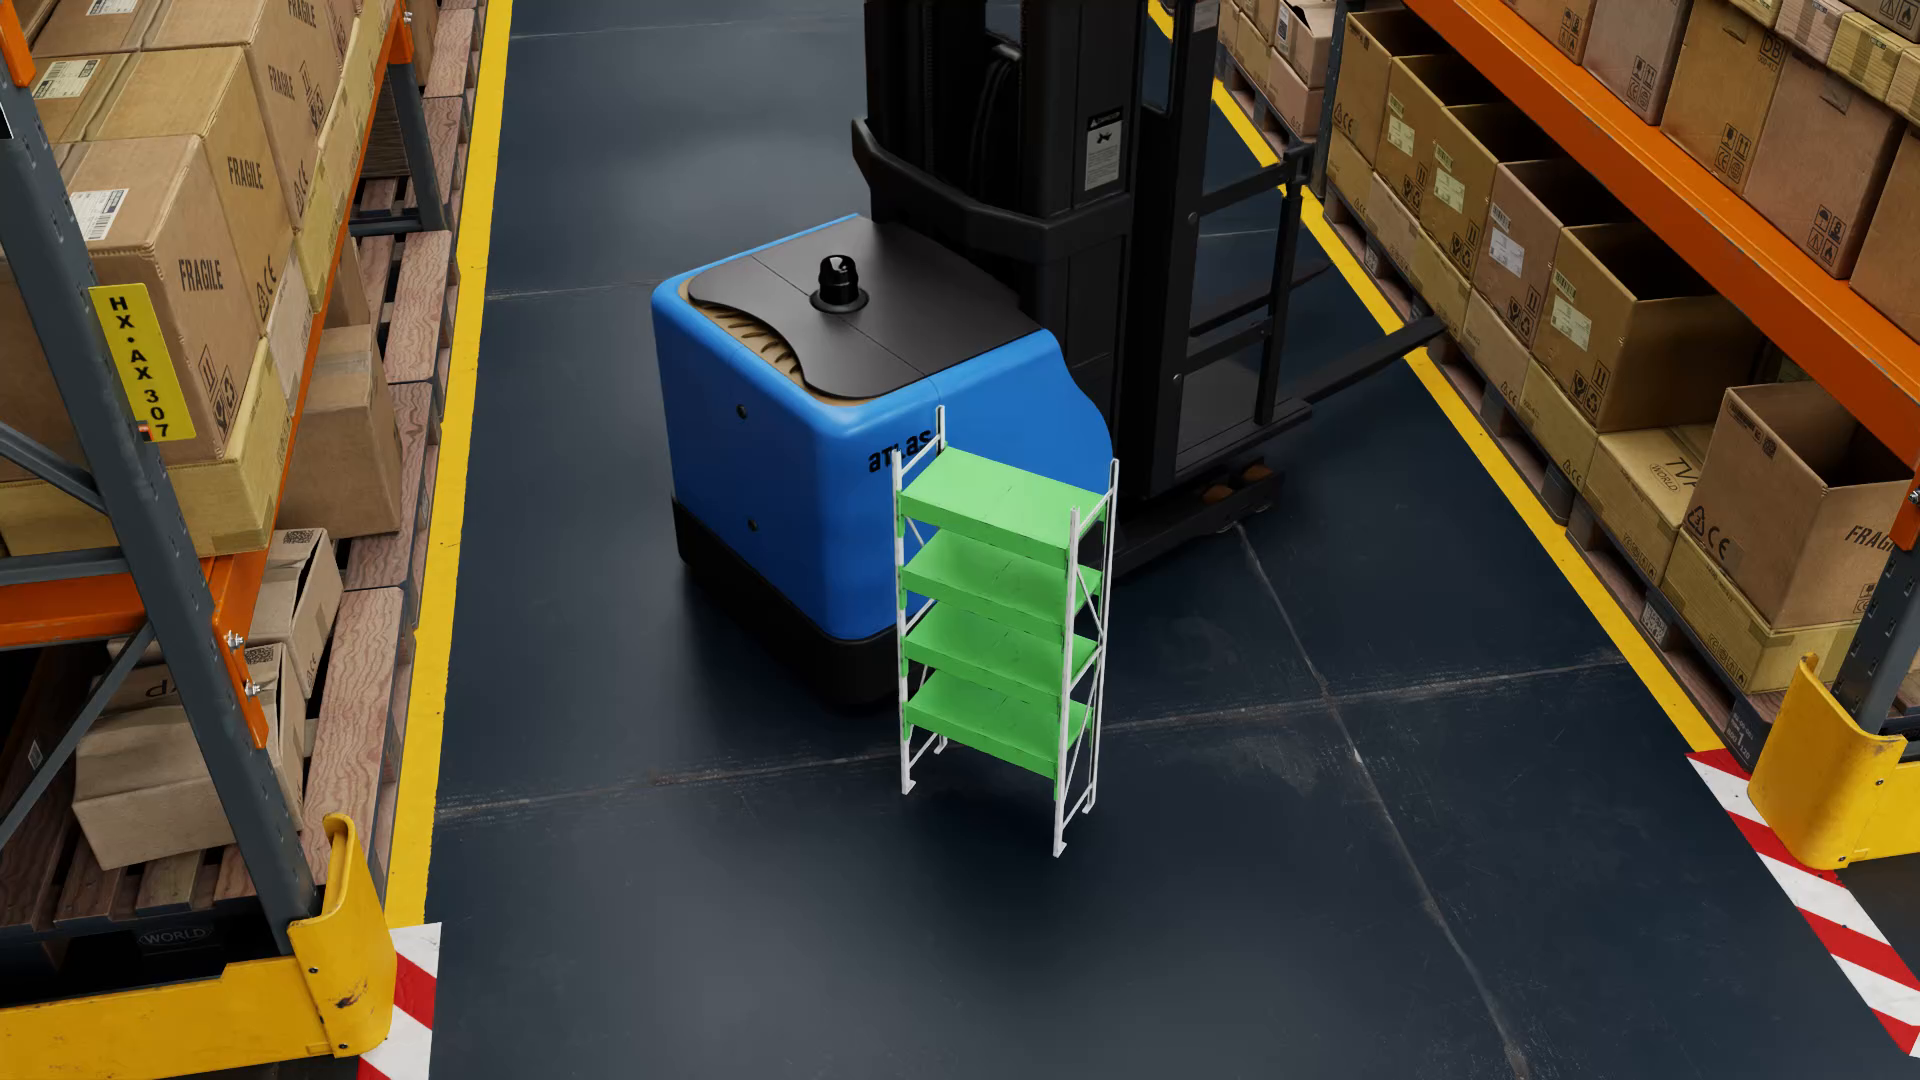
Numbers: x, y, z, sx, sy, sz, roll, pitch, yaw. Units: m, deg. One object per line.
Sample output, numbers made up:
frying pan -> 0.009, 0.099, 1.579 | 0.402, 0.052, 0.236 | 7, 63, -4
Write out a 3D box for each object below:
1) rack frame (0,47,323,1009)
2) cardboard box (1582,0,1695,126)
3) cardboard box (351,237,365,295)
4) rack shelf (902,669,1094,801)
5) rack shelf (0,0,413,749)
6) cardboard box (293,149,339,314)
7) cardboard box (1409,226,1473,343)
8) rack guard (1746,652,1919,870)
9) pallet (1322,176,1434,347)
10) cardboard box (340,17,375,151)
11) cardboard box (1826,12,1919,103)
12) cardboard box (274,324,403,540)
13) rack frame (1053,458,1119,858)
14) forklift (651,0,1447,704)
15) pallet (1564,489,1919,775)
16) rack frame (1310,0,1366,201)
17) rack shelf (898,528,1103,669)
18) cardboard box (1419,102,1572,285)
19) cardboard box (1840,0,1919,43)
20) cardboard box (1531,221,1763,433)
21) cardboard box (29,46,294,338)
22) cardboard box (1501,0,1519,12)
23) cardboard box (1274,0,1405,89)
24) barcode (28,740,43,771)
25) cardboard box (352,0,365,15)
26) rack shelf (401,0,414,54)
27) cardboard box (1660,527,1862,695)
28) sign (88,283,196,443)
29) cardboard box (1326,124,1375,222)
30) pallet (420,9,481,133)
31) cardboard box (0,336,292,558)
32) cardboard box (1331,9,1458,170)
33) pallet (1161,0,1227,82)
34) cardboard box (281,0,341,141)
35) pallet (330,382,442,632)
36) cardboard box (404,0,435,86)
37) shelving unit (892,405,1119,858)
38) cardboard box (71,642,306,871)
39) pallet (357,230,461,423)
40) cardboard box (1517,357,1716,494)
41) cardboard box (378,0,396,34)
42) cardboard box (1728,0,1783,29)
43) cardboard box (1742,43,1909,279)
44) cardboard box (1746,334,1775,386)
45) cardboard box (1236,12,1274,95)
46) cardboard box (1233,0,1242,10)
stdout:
rack frame -> -2.012, 0.085, 3.196 | 1.000, 3.000, 0.127 | -6, 38, -8
cardboard box -> 2.521, -1.708, 5.422 | 0.700, 0.500, 0.500 | -5, 38, -7
cardboard box -> -2.590, -1.066, 6.628 | 0.380, 0.166, 0.250 | -11, 39, -14
rack shelf -> 0.110, 0.509, 4.613 | 0.480, 0.148, 0.258 | 19, 42, 23
rack shelf -> -2.363, -0.839, 4.971 | 1.077, 0.370, 4.000 | -6, 38, -8
cardboard box -> -1.974, -0.813, 4.458 | 0.500, 0.250, 0.500 | -7, 38, -9
cardboard box -> 2.111, -1.028, 6.528 | 0.500, 0.250, 0.500 | -6, 38, -8
rack guard -> 2.868, 0.551, 4.633 | 1.175, 0.500, 0.348 | -6, 38, -8
pallet -> 2.261, -1.280, 7.226 | 1.003, 0.211, 1.213 | -6, 38, -8
cardboard box -> -2.150, -1.422, 5.242 | 0.500, 0.250, 0.500 | -6, 38, -8
cardboard box -> 2.517, -1.269, 4.328 | 0.380, 0.149, 0.250 | -7, 38, -9
cardboard box -> -2.224, -0.322, 5.399 | 0.700, 0.500, 0.500 | -9, 39, -11
rack frame -> 0.323, 0.341, 4.333 | 0.015, 1.200, 0.240 | 19, 42, 23
forklift -> 0.521, -1.412, 5.179 | 3.031, 2.935, 1.130 | -26, 45, -30
pallet -> 2.689, 0.193, 5.329 | 1.003, 0.211, 1.213 | -6, 38, -8
rack frame -> 2.163, -2.866, 6.994 | 1.000, 3.000, 0.127 | -6, 38, -8
rack shelf -> 0.110, 0.129, 4.318 | 0.480, 0.148, 0.258 | 19, 42, 23
cardboard box -> 2.111, -1.325, 6.298 | 0.500, 0.500, 0.500 | -6, 38, -8
cardboard box -> 2.688, -1.634, 4.270 | 0.700, 0.500, 0.500 | -7, 38, -9
cardboard box -> 2.287, -0.721, 5.520 | 0.500, 0.500, 0.500 | -6, 38, -8
cardboard box -> -1.877, -0.780, 3.804 | 0.500, 0.500, 0.500 | -6, 38, -8
cardboard box -> 2.346, -2.321, 6.210 | 0.700, 0.500, 0.500 | -7, 38, -8
cardboard box -> 1.810, -2.382, 7.812 | 0.500, 0.311, 0.500 | -6, 38, -8
barcode -> -2.442, 0.574, 4.392 | 0.001, 0.075, 0.075 | -6, 38, -8
cardboard box -> -2.233, -2.023, 5.404 | 0.500, 0.500, 0.500 | -6, 38, -8
rack shelf -> -3.064, -3.255, 8.081 | 1.077, 0.370, 4.000 | -6, 38, -8
cardboard box -> 2.479, 0.178, 4.975 | 0.500, 0.250, 0.500 | -6, 38, -8
sign -> -1.478, -0.316, 3.006 | 0.100, 0.325, 0.005 | -6, 38, -8
cardboard box -> 1.946, -1.634, 7.307 | 0.500, 0.250, 0.500 | -6, 38, -8
pallet -> -3.069, -2.439, 8.717 | 1.003, 0.211, 1.213 | -6, 38, -8
cardboard box -> -1.785, -0.193, 3.659 | 0.500, 0.250, 0.500 | -7, 38, -9
cardboard box -> 1.936, -1.929, 7.075 | 0.500, 0.500, 0.500 | -6, 38, -8
pallet -> 1.778, -2.944, 9.368 | 1.003, 0.211, 1.213 | -6, 38, -8
cardboard box -> -2.064, -1.404, 4.606 | 0.500, 0.500, 0.500 | -5, 38, -7
pallet -> -2.344, -0.090, 5.693 | 1.003, 0.211, 1.213 | -6, 38, -8
cardboard box -> -3.049, -2.580, 8.305 | 0.700, 0.500, 0.500 | -6, 38, -7
shelving unit -> 0.110, 0.269, 4.426 | 0.503, 1.200, 0.258 | 19, 42, 23
cardboard box -> -2.045, 0.545, 4.436 | 0.500, 0.311, 0.500 | -10, 39, -13
pallet -> -2.561, -0.828, 6.644 | 1.003, 0.211, 1.213 | -6, 38, -8
cardboard box -> 2.290, -0.425, 5.751 | 0.500, 0.250, 0.500 | -6, 38, -8
cardboard box -> -2.332, -2.026, 6.019 | 0.500, 0.250, 0.500 | -6, 38, -8
cardboard box -> 2.429, -1.579, 4.728 | 0.380, 0.149, 0.250 | -5, 38, -7
cardboard box -> 2.698, -1.090, 4.626 | 0.700, 0.500, 0.500 | -5, 38, -7
cardboard box -> 2.799, -0.777, 5.592 | 0.500, 0.500, 0.500 | -6, 38, -8
cardboard box -> 1.718, -2.471, 8.385 | 0.500, 0.250, 0.500 | -7, 38, -9
cardboard box -> 1.627, -2.997, 8.604 | 0.500, 0.311, 0.500 | -6, 38, -8
